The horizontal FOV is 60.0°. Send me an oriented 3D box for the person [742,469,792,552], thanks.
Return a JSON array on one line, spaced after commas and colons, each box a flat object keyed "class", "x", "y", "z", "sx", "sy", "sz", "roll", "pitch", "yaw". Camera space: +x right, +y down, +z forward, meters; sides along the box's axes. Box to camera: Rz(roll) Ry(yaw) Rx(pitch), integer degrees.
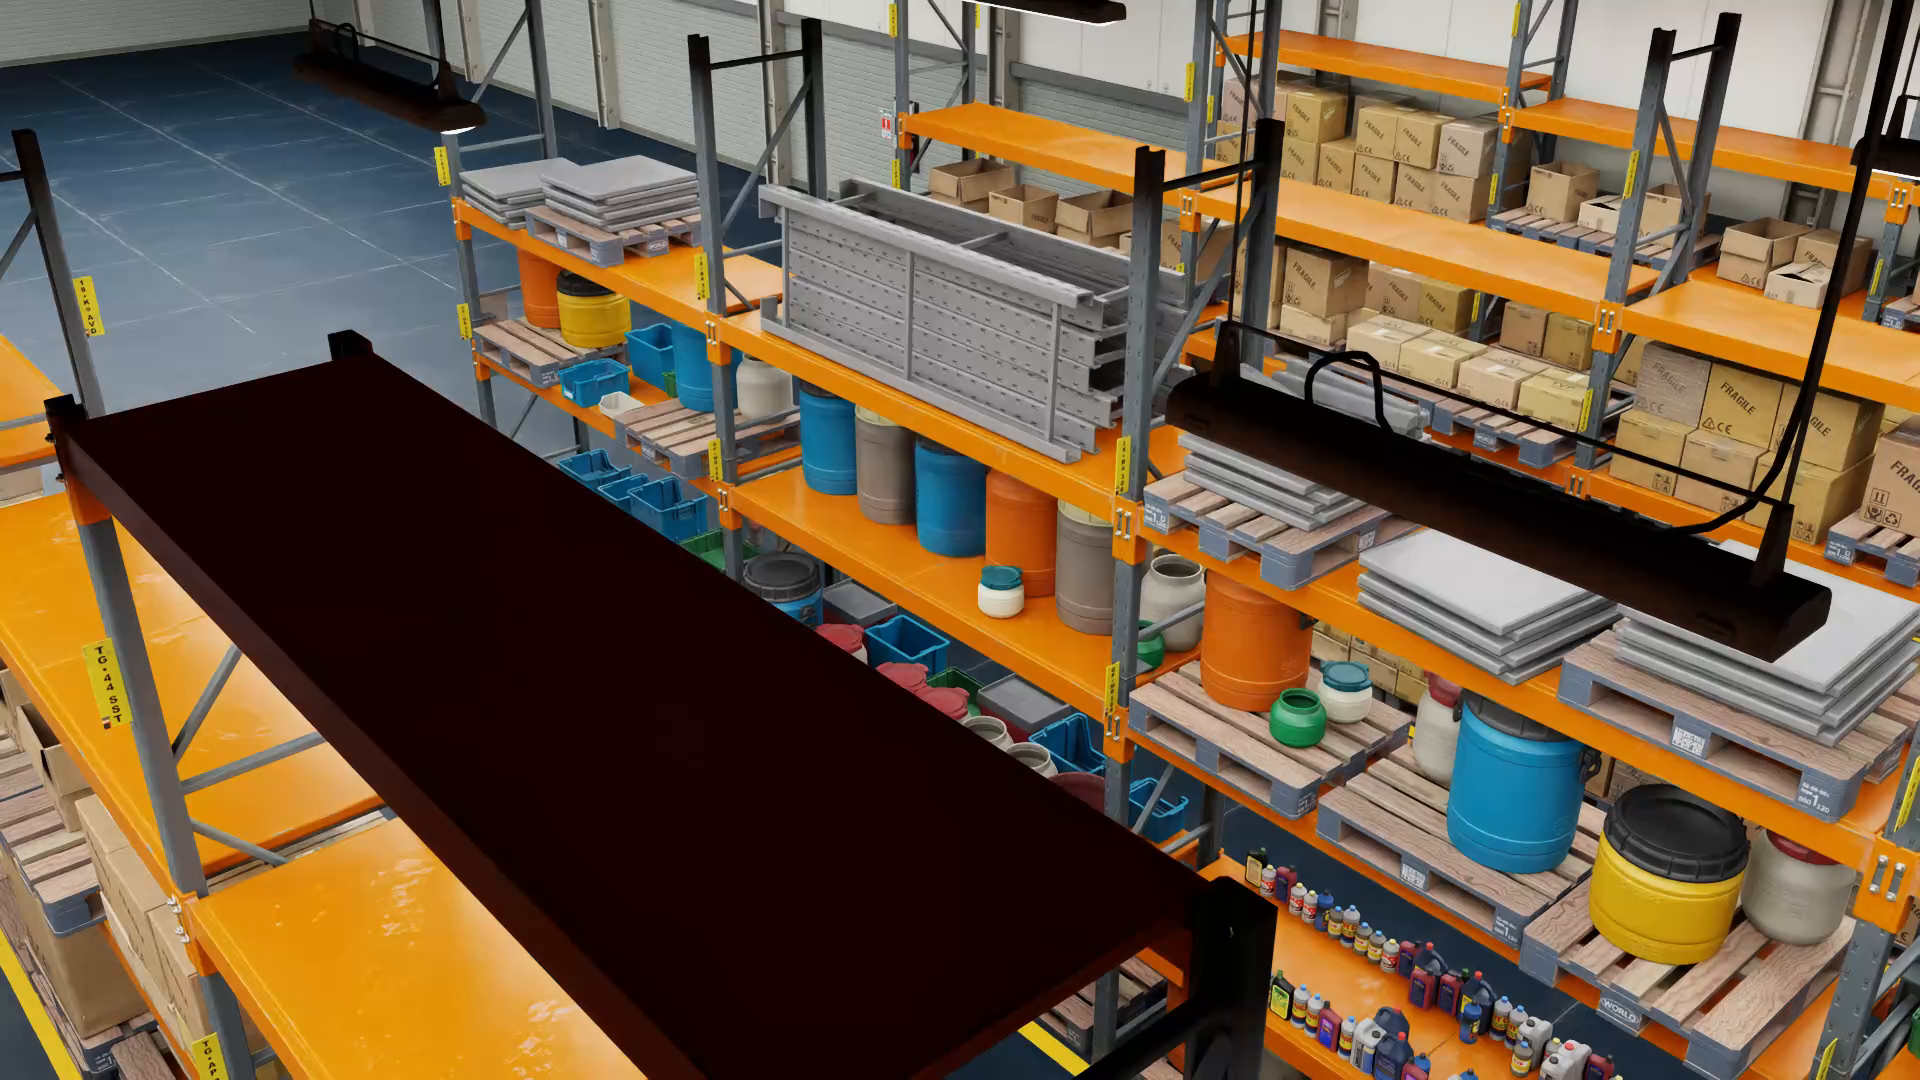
[{"class": "person", "x": -1.934, "y": -0.321, "z": 16.306, "sx": 0.624, "sy": 1.814, "sz": 0.570, "roll": 20, "pitch": 33, "yaw": 34}]
